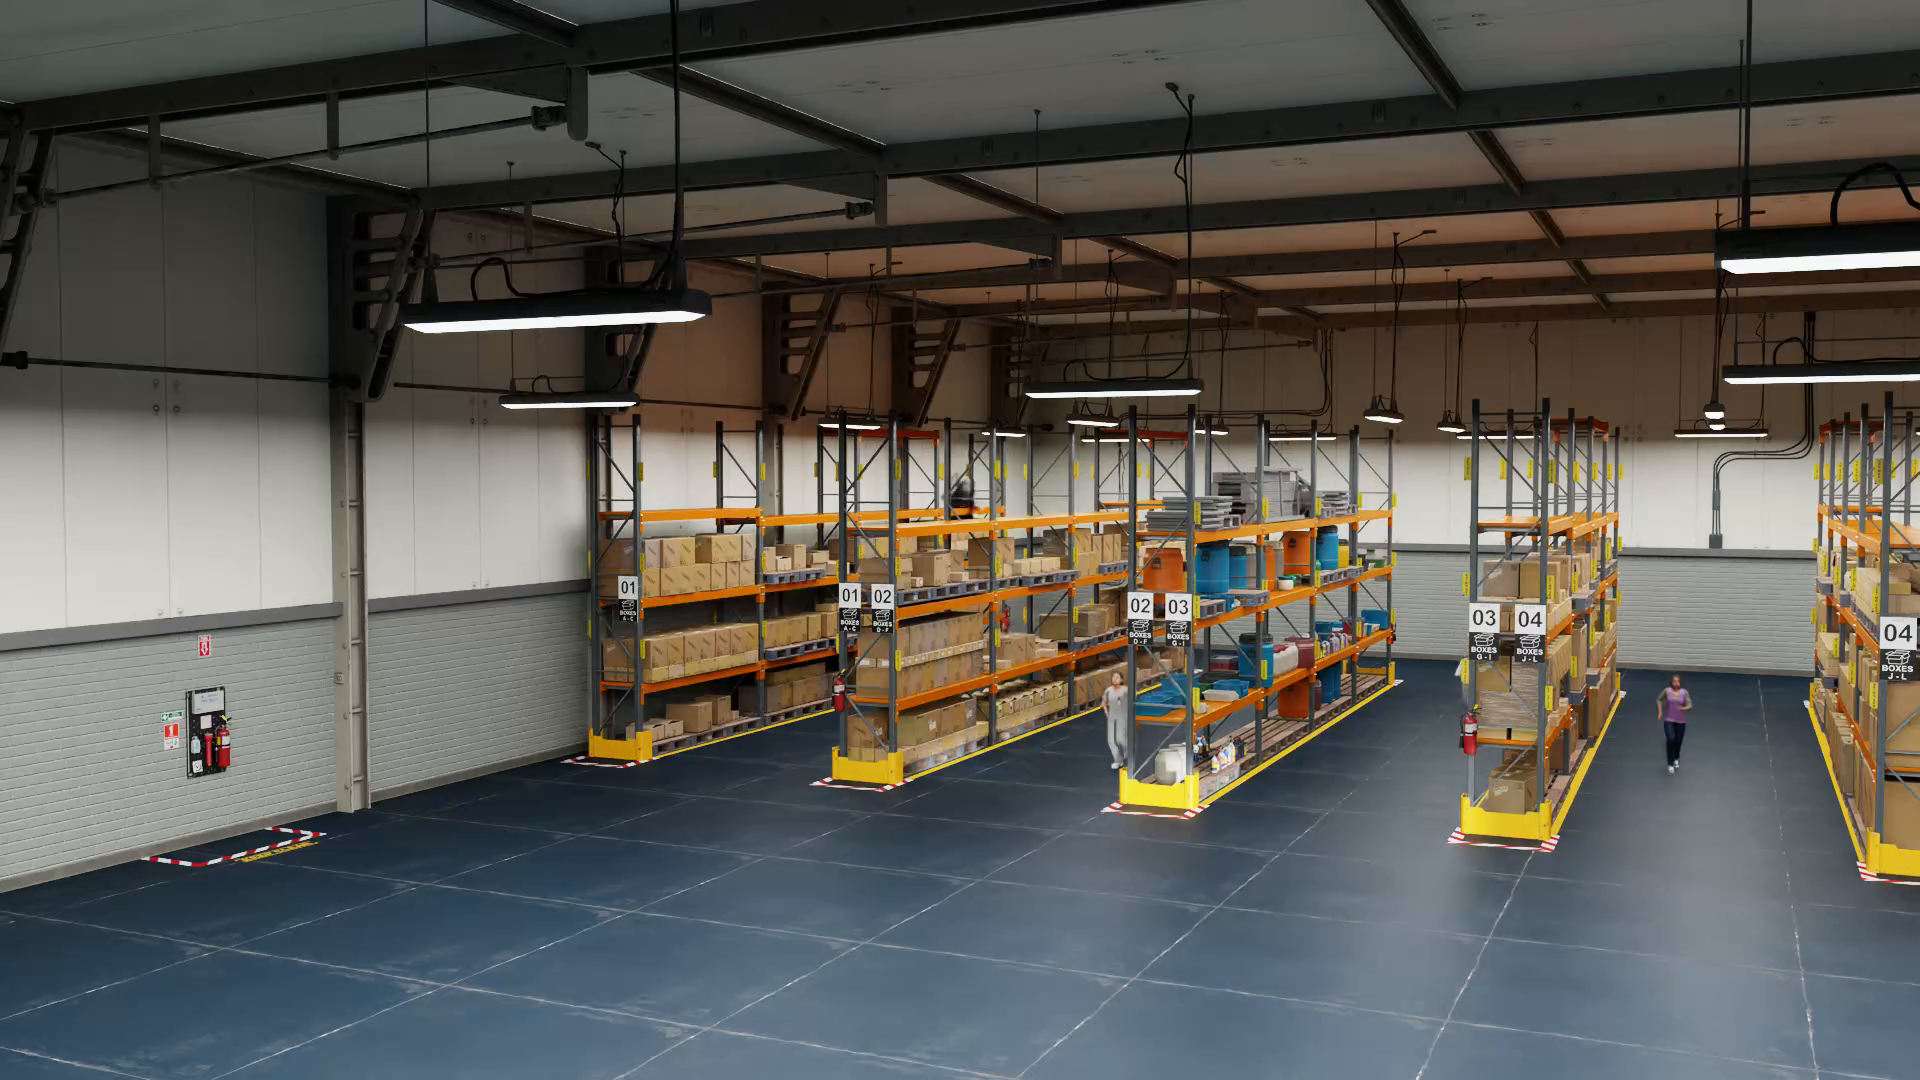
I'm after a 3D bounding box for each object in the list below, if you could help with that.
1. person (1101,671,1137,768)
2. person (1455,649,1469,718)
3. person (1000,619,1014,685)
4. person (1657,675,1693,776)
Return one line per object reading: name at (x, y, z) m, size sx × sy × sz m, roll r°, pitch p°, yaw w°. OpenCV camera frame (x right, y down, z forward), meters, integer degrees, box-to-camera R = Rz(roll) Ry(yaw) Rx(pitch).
person at (2.664, 3.035, 28.112) m, size 0.601 × 1.628 × 0.578 m, roll 1°, pitch 3°, yaw 25°
person at (9.822, 2.870, 32.014) m, size 0.568 × 1.584 × 0.852 m, roll 1°, pitch 3°, yaw 21°
person at (0.991, 2.624, 36.106) m, size 0.645 × 1.818 × 0.733 m, roll 1°, pitch 3°, yaw 24°
person at (11.891, 3.049, 27.666) m, size 0.518 × 1.634 × 0.755 m, roll 1°, pitch 2°, yaw 15°
